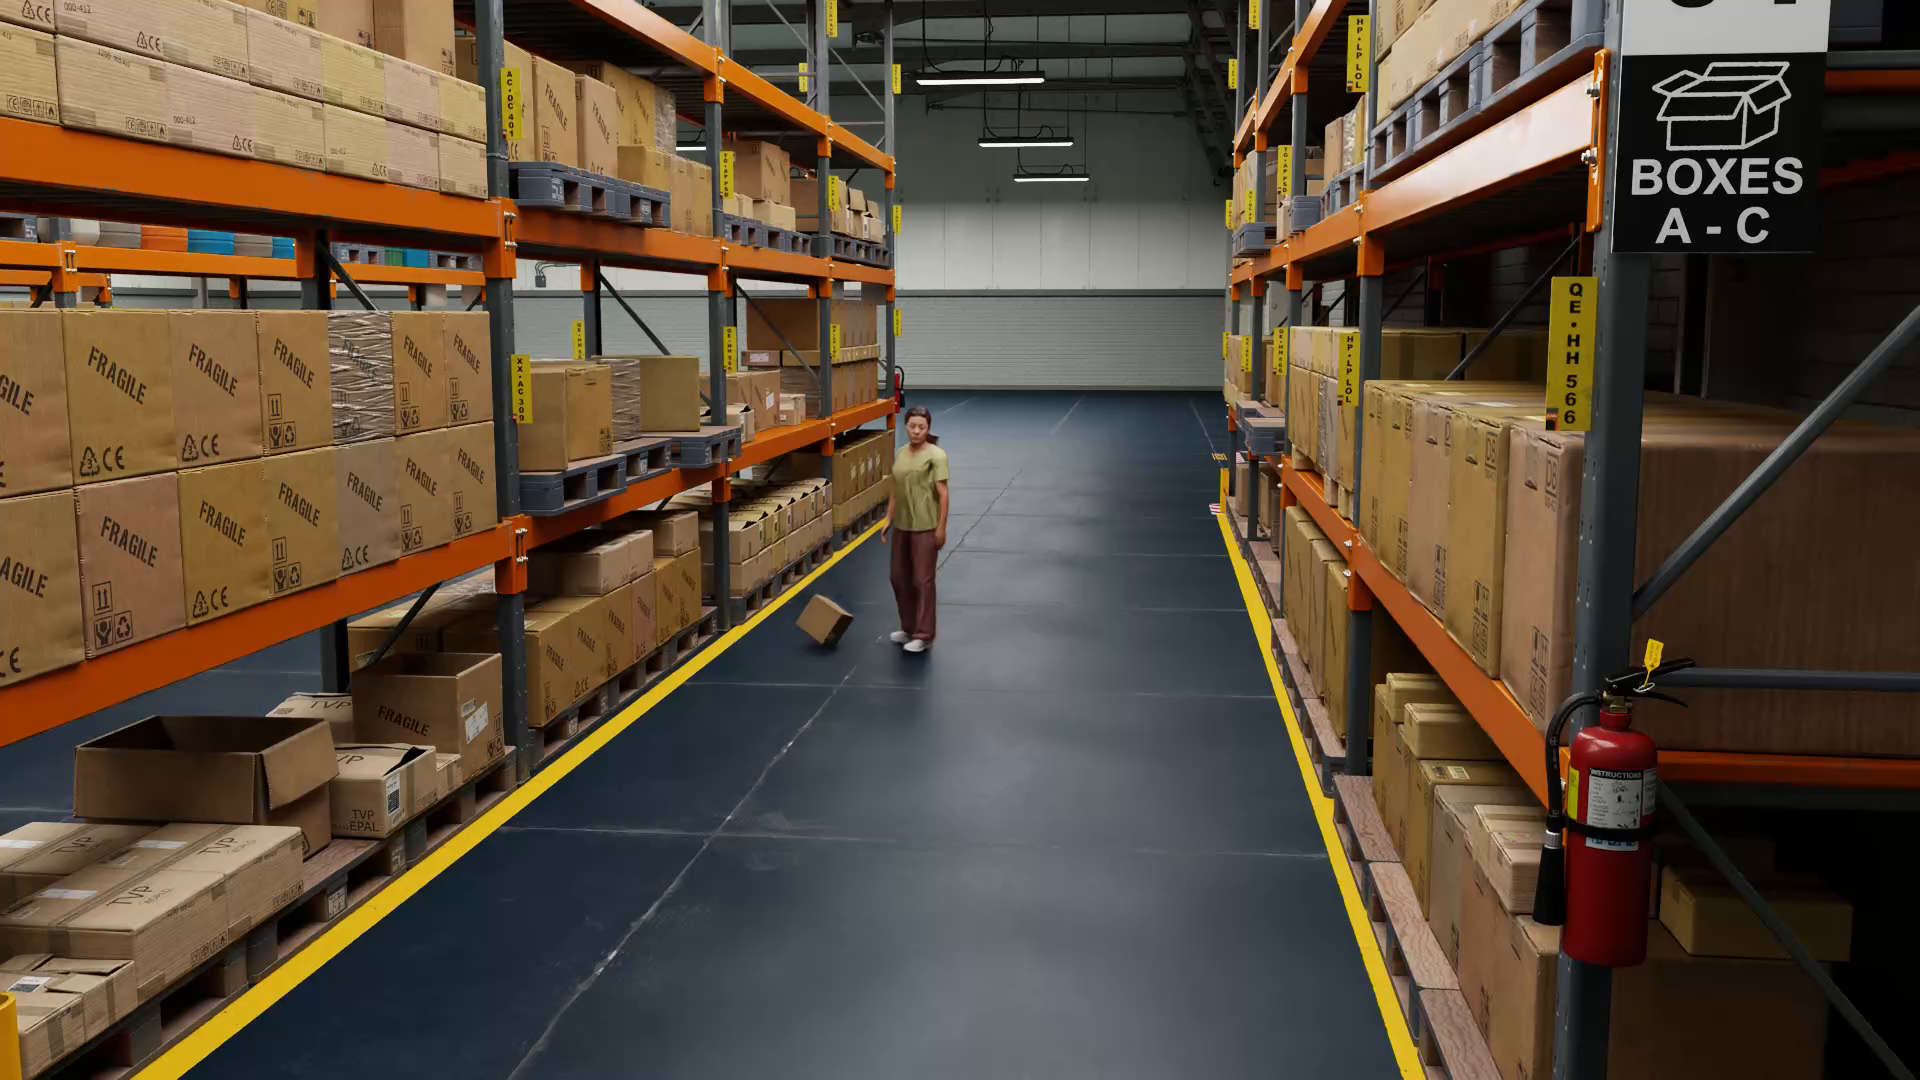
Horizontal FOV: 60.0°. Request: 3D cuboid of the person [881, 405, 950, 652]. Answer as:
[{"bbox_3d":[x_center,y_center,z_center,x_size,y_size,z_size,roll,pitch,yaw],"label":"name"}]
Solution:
[{"bbox_3d":[-0.320,-0.086,11.310,0.614,1.669,0.389,7,10,43],"label":"person"}]
